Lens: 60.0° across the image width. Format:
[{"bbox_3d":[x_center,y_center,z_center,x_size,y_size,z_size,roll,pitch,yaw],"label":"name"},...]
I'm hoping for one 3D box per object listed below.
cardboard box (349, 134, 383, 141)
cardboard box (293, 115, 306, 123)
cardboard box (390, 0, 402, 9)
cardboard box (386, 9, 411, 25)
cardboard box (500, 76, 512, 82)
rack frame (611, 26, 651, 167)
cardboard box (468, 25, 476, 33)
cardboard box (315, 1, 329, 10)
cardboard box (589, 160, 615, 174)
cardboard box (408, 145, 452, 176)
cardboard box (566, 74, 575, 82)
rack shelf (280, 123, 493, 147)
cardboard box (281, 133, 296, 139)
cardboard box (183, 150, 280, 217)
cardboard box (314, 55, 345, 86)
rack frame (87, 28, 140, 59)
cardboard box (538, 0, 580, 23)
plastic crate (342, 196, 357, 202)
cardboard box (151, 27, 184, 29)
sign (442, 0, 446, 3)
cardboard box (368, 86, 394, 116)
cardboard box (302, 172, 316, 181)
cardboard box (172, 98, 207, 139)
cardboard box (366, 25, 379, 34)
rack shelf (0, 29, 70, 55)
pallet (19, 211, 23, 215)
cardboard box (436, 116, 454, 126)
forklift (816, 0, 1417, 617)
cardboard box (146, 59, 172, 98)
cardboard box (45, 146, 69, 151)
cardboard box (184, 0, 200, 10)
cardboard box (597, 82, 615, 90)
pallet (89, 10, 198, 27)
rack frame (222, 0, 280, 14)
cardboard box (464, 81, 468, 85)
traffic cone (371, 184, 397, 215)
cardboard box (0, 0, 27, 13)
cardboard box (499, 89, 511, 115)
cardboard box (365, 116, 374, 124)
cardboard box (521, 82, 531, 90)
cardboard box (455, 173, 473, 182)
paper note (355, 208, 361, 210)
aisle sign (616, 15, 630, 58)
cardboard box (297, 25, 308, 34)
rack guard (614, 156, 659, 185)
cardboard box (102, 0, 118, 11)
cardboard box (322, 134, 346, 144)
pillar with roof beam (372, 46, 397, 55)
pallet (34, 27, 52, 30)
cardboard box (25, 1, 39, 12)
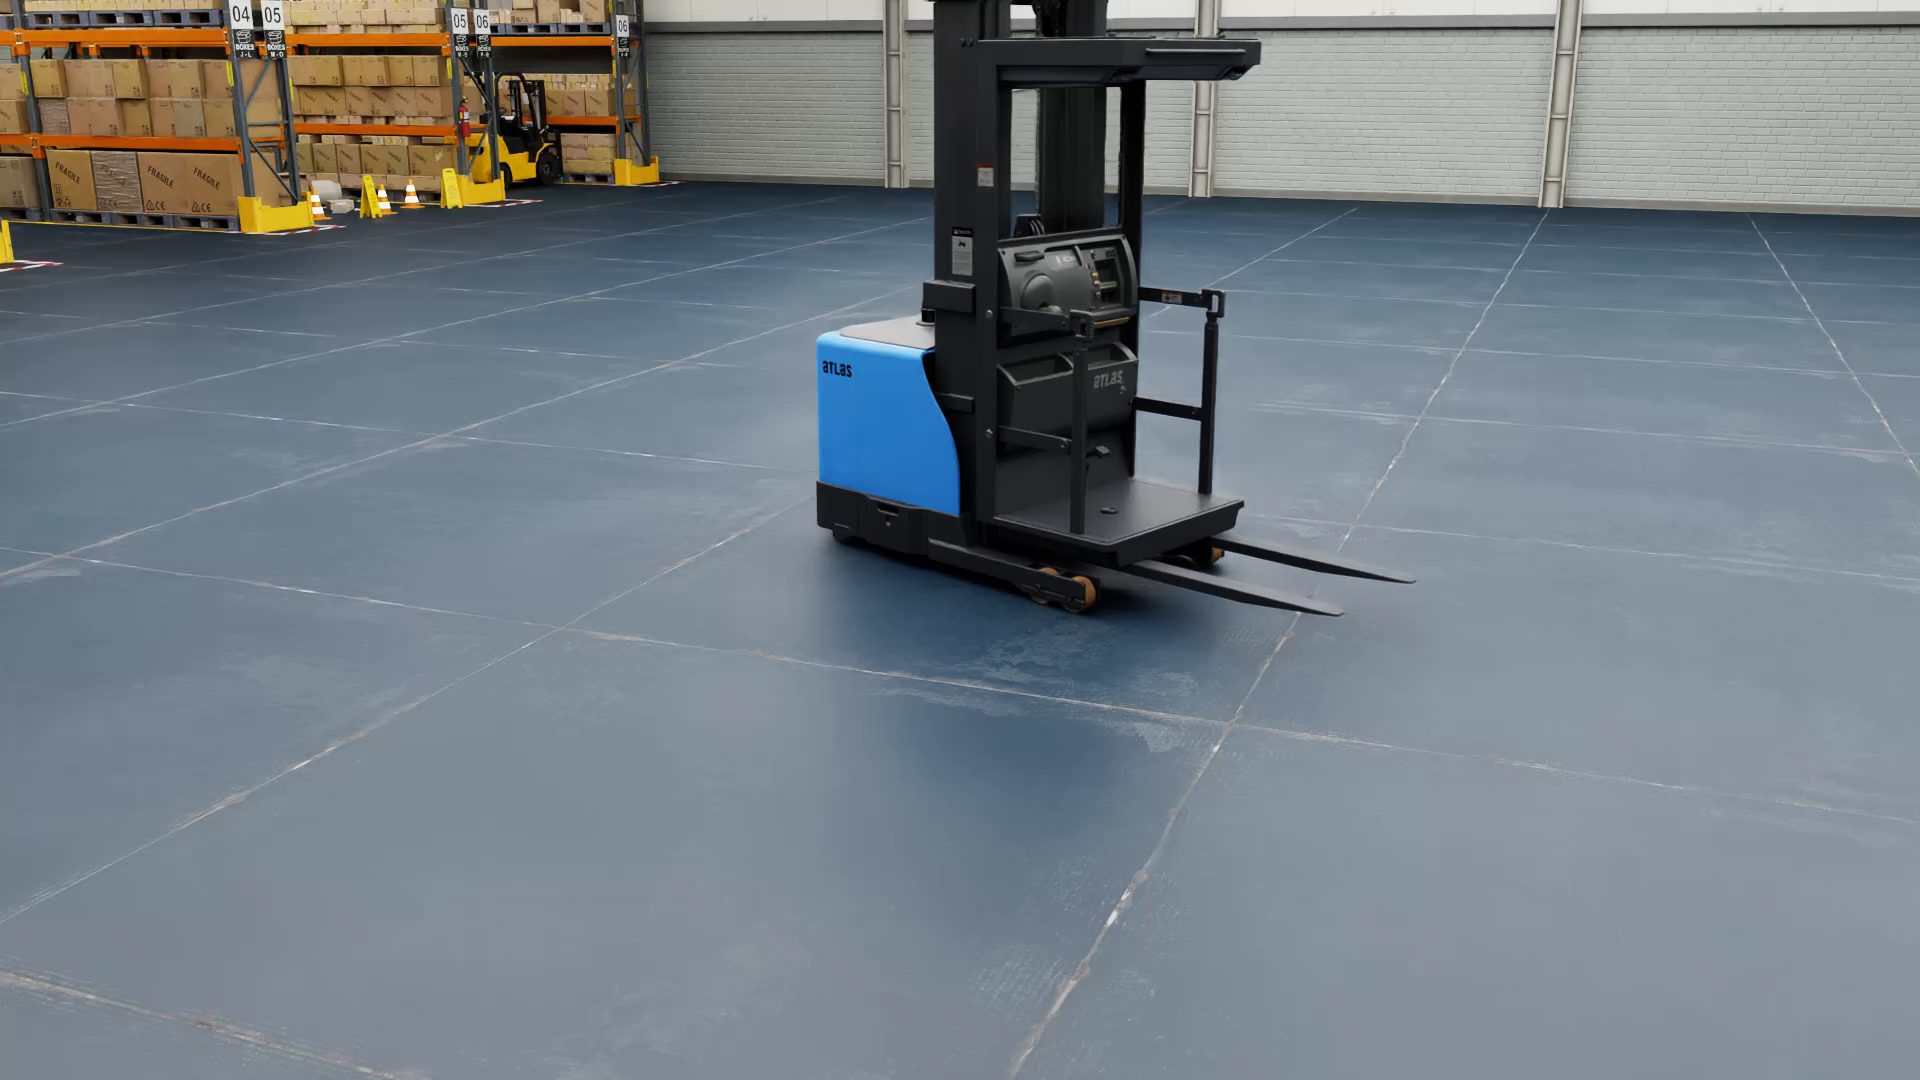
[{"bbox_3d":[-12.736,-8.337,35.517,0.625,0.625,0.875,7,18,22],"label":"cardboard box"},{"bbox_3d":[-11.589,-7.462,29.449,0.250,0.149,0.380,7,18,22],"label":"cardboard box"},{"bbox_3d":[-9.407,-9.059,28.140,0.250,0.149,0.380,6,17,21],"label":"cardboard box"},{"bbox_3d":[-9.335,-8.851,28.136,0.500,0.250,0.500,6,17,20],"label":"cardboard box"},{"bbox_3d":[-9.043,-9.292,33.423,0.250,0.149,0.380,6,17,20],"label":"cardboard box"},{"bbox_3d":[-6.479,-8.589,32.880,0.127,3.000,1.000,6,17,21],"label":"rack frame"},{"bbox_3d":[-8.487,-8.740,28.468,0.250,0.149,0.380,6,17,21],"label":"cardboard box"},{"bbox_3d":[-10.866,-9.202,28.632,0.250,0.149,0.380,6,17,19],"label":"cardboard box"},{"bbox_3d":[-7.032,-7.437,33.088,0.500,0.250,0.500,6,17,21],"label":"cardboard box"},{"bbox_3d":[-9.138,-6.557,28.714,0.500,0.500,0.500,6,17,21],"label":"cardboard box"},{"bbox_3d":[-7.588,-9.155,32.954,0.250,0.149,0.380,6,17,21],"label":"cardboard box"},{"bbox_3d":[-10.158,-7.161,29.250,4.000,0.370,1.077,6,17,21],"label":"rack shelf"},{"bbox_3d":[-14.474,-8.705,35.846,0.250,0.149,0.380,5,17,18],"label":"cardboard box"},{"bbox_3d":[-10.675,-5.241,24.404,0.875,0.875,0.875,6,17,21],"label":"cardboard box"},{"bbox_3d":[-10.764,-8.164,28.910,0.500,0.500,0.700,6,17,19],"label":"cardboard box"},{"bbox_3d":[-15.739,-8.120,31.264,0.127,3.000,1.000,6,17,21],"label":"rack frame"},{"bbox_3d":[-7.897,-10.440,32.764,0.500,0.500,0.700,6,17,21],"label":"cardboard box"},{"bbox_3d":[-10.859,-5.935,28.975,0.583,0.080,0.402,0,16,1],"label":"plastic crate"},{"bbox_3d":[-14.310,-9.461,30.319,0.637,0.503,0.797,6,17,21],"label":"cardboard box"},{"bbox_3d":[-8.520,-9.025,27.414,0.005,0.325,0.100,6,17,21],"label":"sign"},{"bbox_3d":[-9.832,-7.581,28.694,0.500,0.500,0.500,6,17,20],"label":"cardboard box"},{"bbox_3d":[-11.568,-6.462,29.730,0.500,0.250,0.500,5,17,18],"label":"cardboard box"},{"bbox_3d":[-10.901,-6.156,24.230,0.550,0.550,0.875,6,17,21],"label":"cardboard box"},{"bbox_3d":[-9.913,-8.724,28.413,0.250,0.149,0.380,6,17,19],"label":"cardboard box"},{"bbox_3d":[-15.601,-7.716,25.783,4.000,0.370,1.077,6,17,21],"label":"rack shelf"},{"bbox_3d":[-15.625,-5.261,26.418,1.213,0.211,1.003,6,17,21],"label":"pallet"},{"bbox_3d":[-8.724,-7.164,28.420,0.250,0.149,0.380,7,18,22],"label":"cardboard box"},{"bbox_3d":[0.671,-1.241,7.693,3.031,2.935,1.130,15,22,41],"label":"forklift"},{"bbox_3d":[-11.367,-6.771,24.411,0.550,0.550,0.875,6,17,21],"label":"cardboard box"},{"bbox_3d":[-17.180,-7.486,32.137,0.875,0.875,0.875,7,17,21],"label":"cardboard box"},{"bbox_3d":[-10.687,-7.549,23.435,0.250,0.149,0.380,6,17,21],"label":"cardboard box"},{"bbox_3d":[-6.905,-8.912,32.648,0.250,0.149,0.380,7,17,21],"label":"cardboard box"},{"bbox_3d":[-11.852,-7.603,24.261,1.213,0.211,1.003,6,17,21],"label":"pallet"},{"bbox_3d":[-10.019,-8.889,23.150,0.127,3.000,1.000,6,17,21],"label":"rack frame"},{"bbox_3d":[-10.000,-9.257,33.838,0.250,0.149,0.380,6,17,20],"label":"cardboard box"},{"bbox_3d":[-9.262,-5.470,26.686,0.334,0.463,0.336,6,17,21],"label":"traffic cone"},{"bbox_3d":[-14.456,-8.066,25.032,0.500,0.250,0.500,6,17,21],"label":"cardboard box"},{"bbox_3d":[-8.921,-8.833,33.540,0.500,0.500,0.500,6,17,20],"label":"cardboard box"},{"bbox_3d":[-10.138,-7.325,28.976,0.250,0.149,0.380,6,17,21],"label":"cardboard box"},{"bbox_3d":[-8.569,-9.094,33.275,0.250,0.149,0.380,6,17,19],"label":"cardboard box"},{"bbox_3d":[-8.946,-6.337,29.301,0.500,0.250,0.500,6,17,20],"label":"cardboard box"},{"bbox_3d":[-9.907,-5.456,27.413,0.142,0.019,0.148,0,16,1],"label":"paper note"},{"bbox_3d":[-6.526,-9.755,32.232,0.004,0.787,0.394,6,17,21],"label":"aisle sign"},{"bbox_3d":[-11.324,-8.897,29.011,0.250,0.149,0.380,6,17,21],"label":"cardboard box"},{"bbox_3d":[-6.457,-7.386,33.220,0.348,0.500,1.175,6,17,21],"label":"rack guard"},{"bbox_3d":[-12.112,-7.705,23.973,0.250,0.149,0.380,7,17,21],"label":"cardboard box"},{"bbox_3d":[-10.995,-7.053,29.258,0.250,0.149,0.380,7,18,23],"label":"cardboard box"},{"bbox_3d":[-13.958,-11.273,31.363,0.400,9.000,9.100,6,17,21],"label":"pillar with roof beam"},{"bbox_3d":[-17.399,-9.636,31.443,1.213,0.211,1.003,7,18,23],"label":"pallet"},{"bbox_3d":[-13.527,-7.861,24.509,0.250,0.149,0.380,6,17,20],"label":"cardboard box"}]
